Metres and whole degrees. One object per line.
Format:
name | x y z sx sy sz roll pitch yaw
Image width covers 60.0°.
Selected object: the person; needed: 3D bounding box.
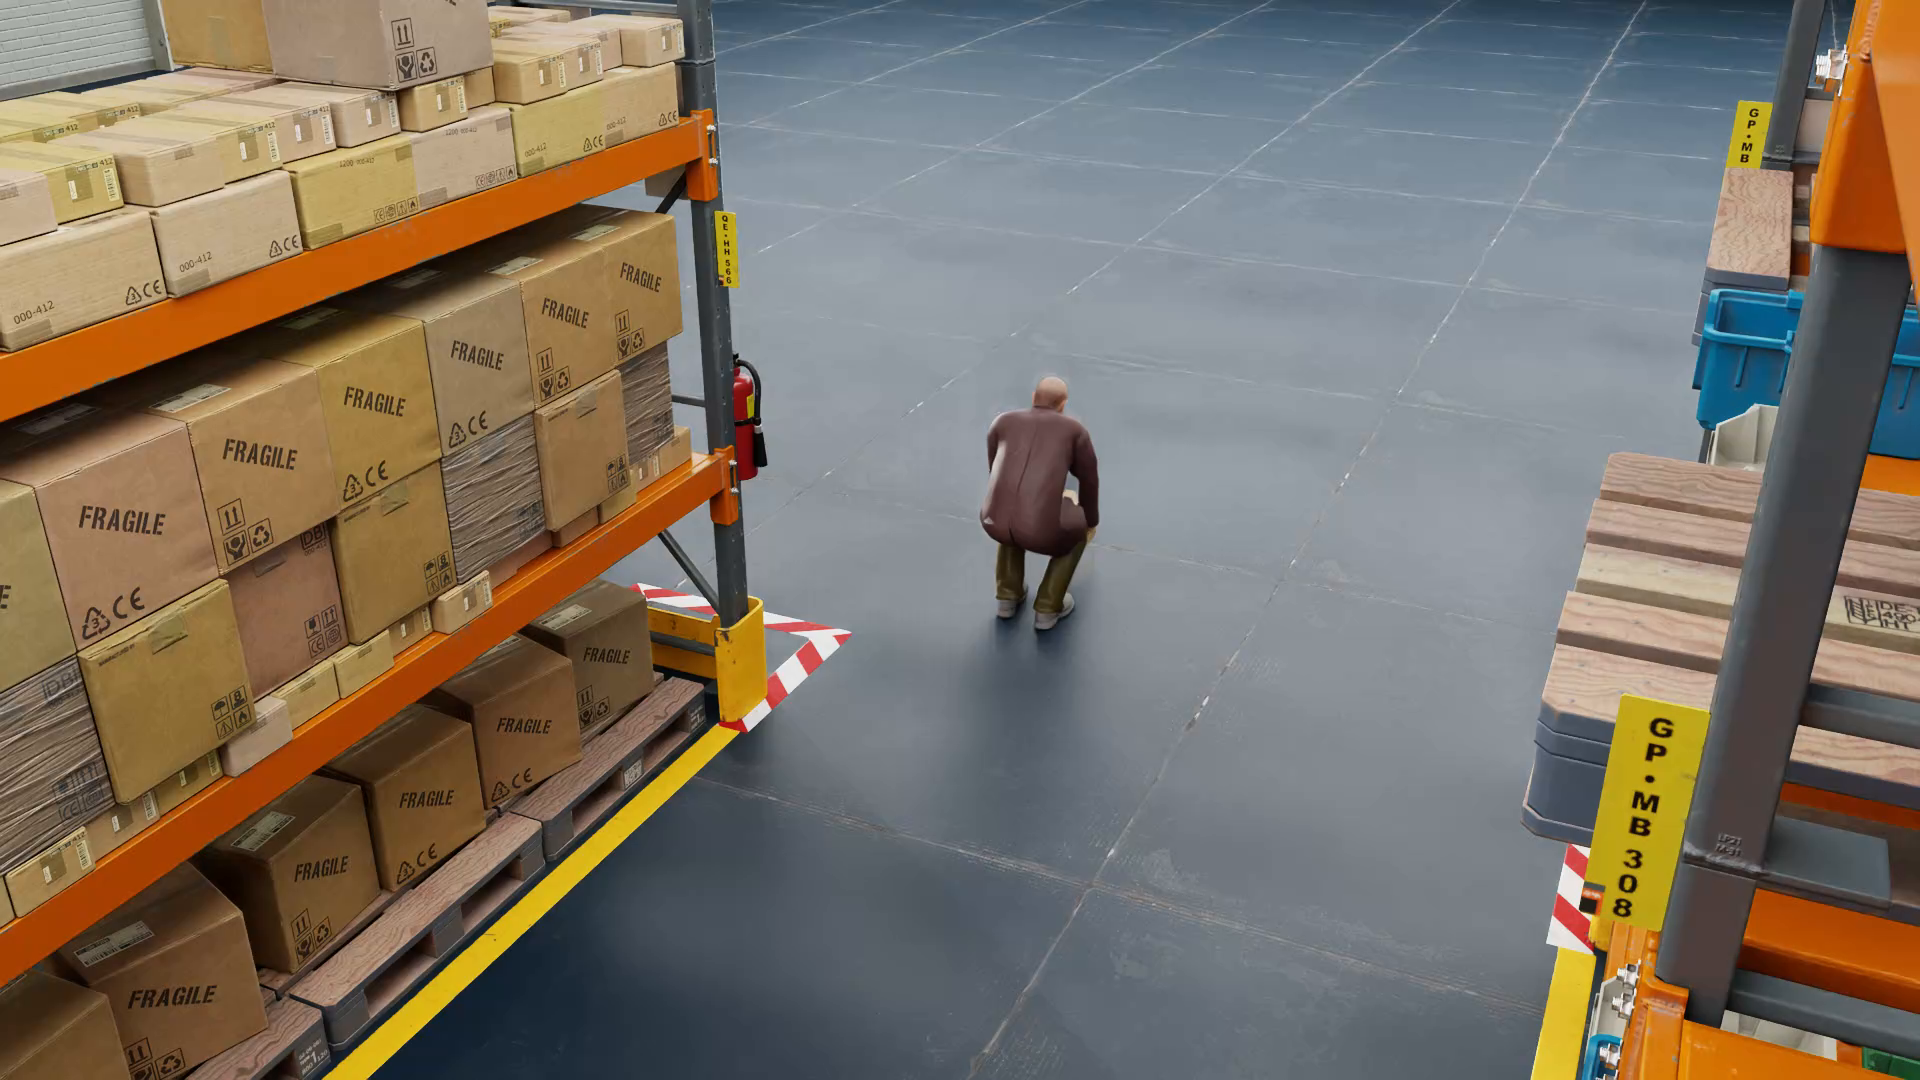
person | 0.386 -0.178 8.699 0.623 1.169 0.835 11 28 22
